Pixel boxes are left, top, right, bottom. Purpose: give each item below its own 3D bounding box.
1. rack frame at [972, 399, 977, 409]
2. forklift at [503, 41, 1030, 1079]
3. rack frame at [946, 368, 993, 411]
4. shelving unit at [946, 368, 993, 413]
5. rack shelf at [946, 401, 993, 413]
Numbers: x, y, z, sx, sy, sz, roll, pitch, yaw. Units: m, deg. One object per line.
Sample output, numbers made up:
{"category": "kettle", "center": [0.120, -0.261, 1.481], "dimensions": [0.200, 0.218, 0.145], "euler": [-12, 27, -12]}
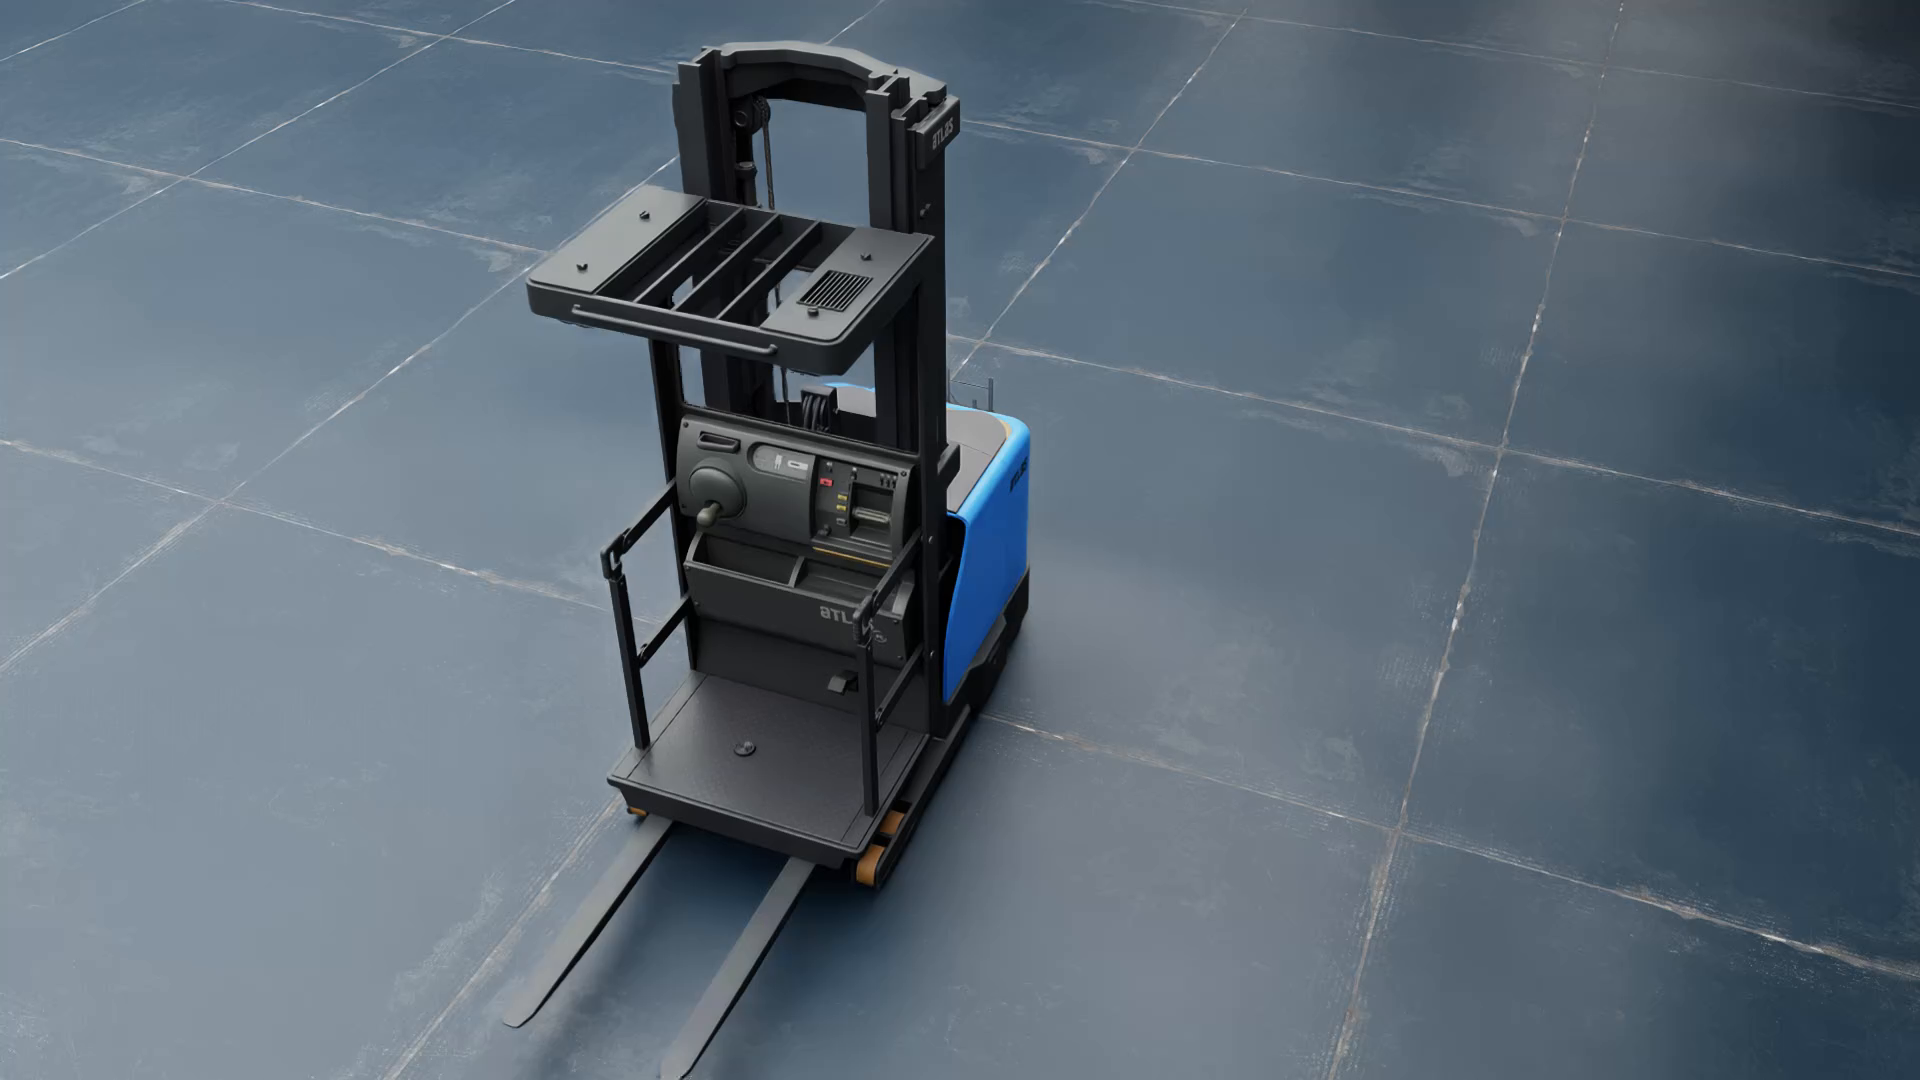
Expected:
{"category": "rack frame", "center": [-0.036, -0.309, 7.911], "dimensions": [0.240, 0.900, 0.006], "euler": [14, 39, 18]}
{"category": "forklift", "center": [-0.696, -0.117, 5.959], "dimensions": [1.130, 2.935, 3.031], "euler": [13, 39, 17]}
{"category": "rack frame", "center": [0.042, -0.421, 8.062], "dimensions": [0.240, 0.900, 0.006], "euler": [14, 39, 18]}
{"category": "shelving unit", "center": [0.003, -0.365, 7.987], "dimensions": [0.258, 0.900, 0.210], "euler": [14, 39, 18]}
{"category": "rack shelf", "center": [0.003, -0.554, 7.845], "dimensions": [0.258, 0.077, 0.200], "euler": [14, 39, 18]}
